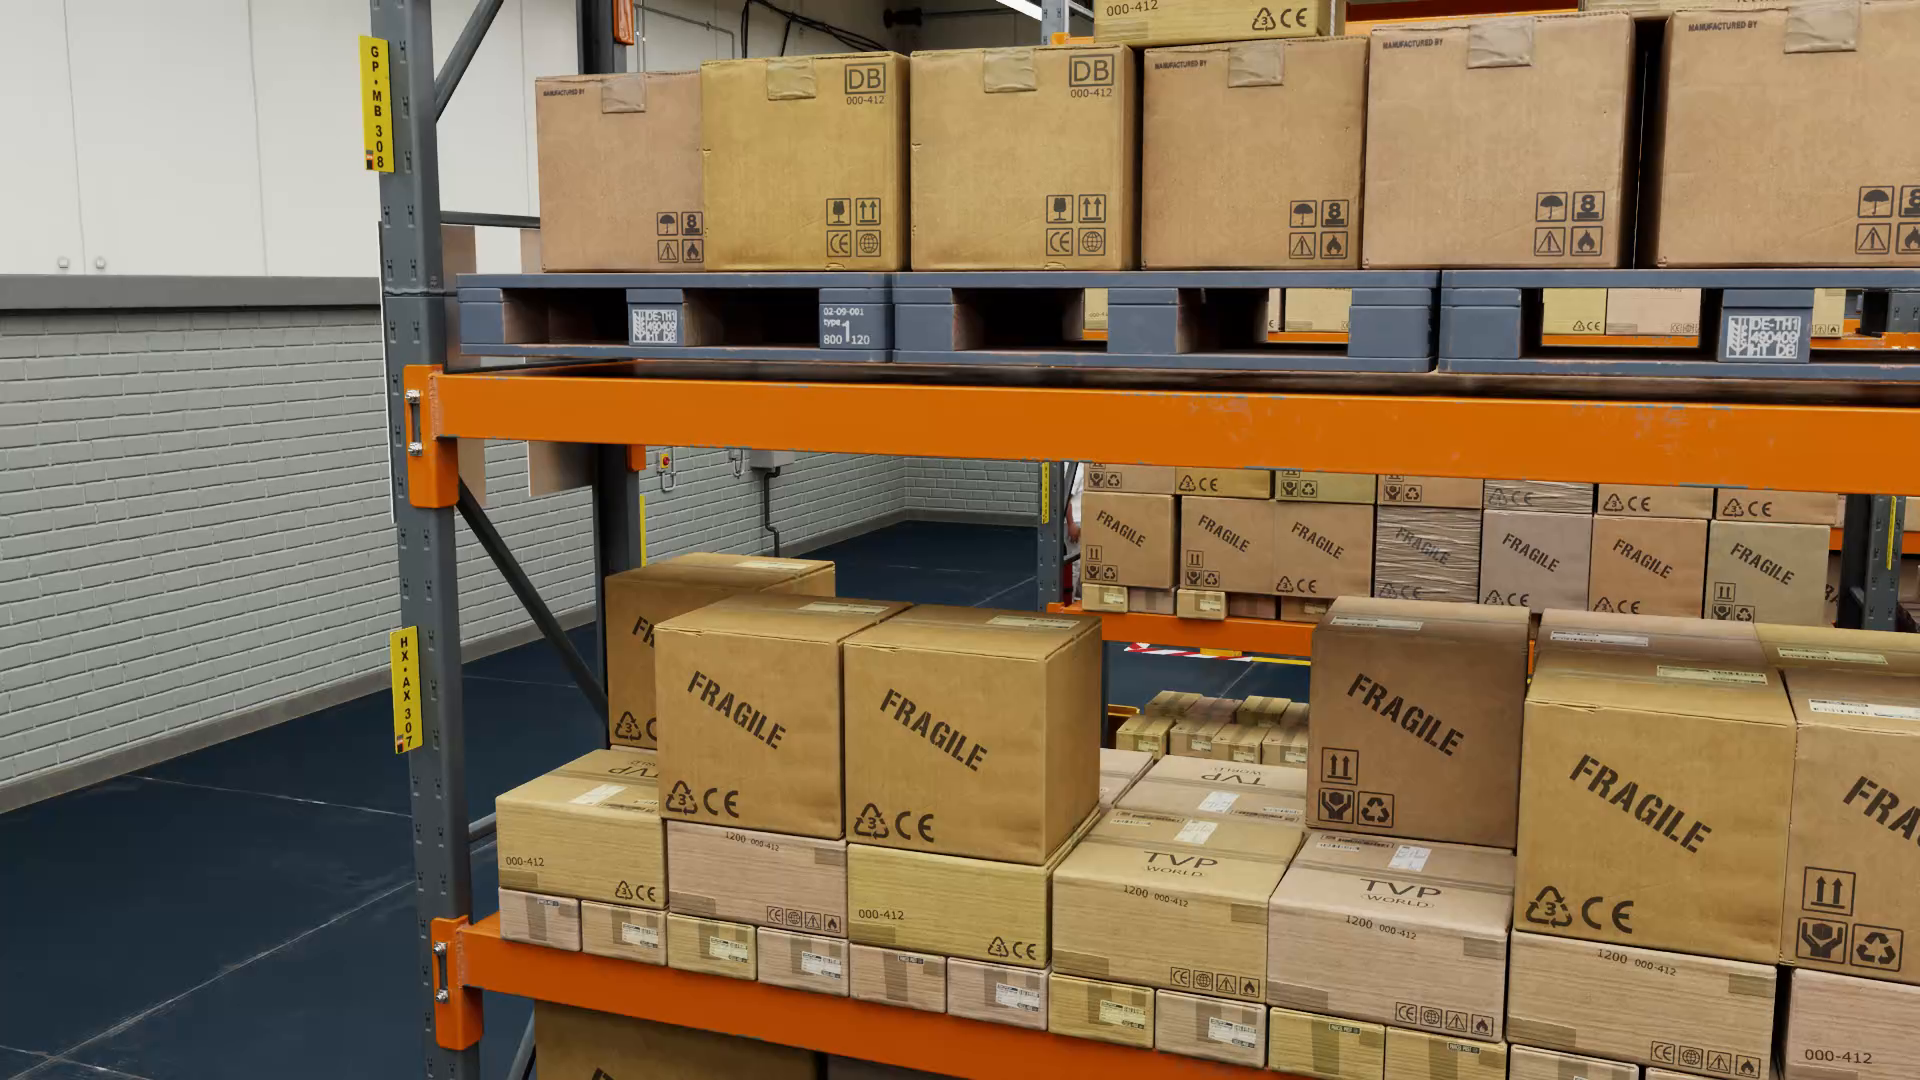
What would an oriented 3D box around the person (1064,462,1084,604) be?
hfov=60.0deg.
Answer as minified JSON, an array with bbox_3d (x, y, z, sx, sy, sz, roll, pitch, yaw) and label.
[{"bbox_3d":[1.106,-0.168,15.397,0.463,1.760,0.634,3,9,20],"label":"person"}]
